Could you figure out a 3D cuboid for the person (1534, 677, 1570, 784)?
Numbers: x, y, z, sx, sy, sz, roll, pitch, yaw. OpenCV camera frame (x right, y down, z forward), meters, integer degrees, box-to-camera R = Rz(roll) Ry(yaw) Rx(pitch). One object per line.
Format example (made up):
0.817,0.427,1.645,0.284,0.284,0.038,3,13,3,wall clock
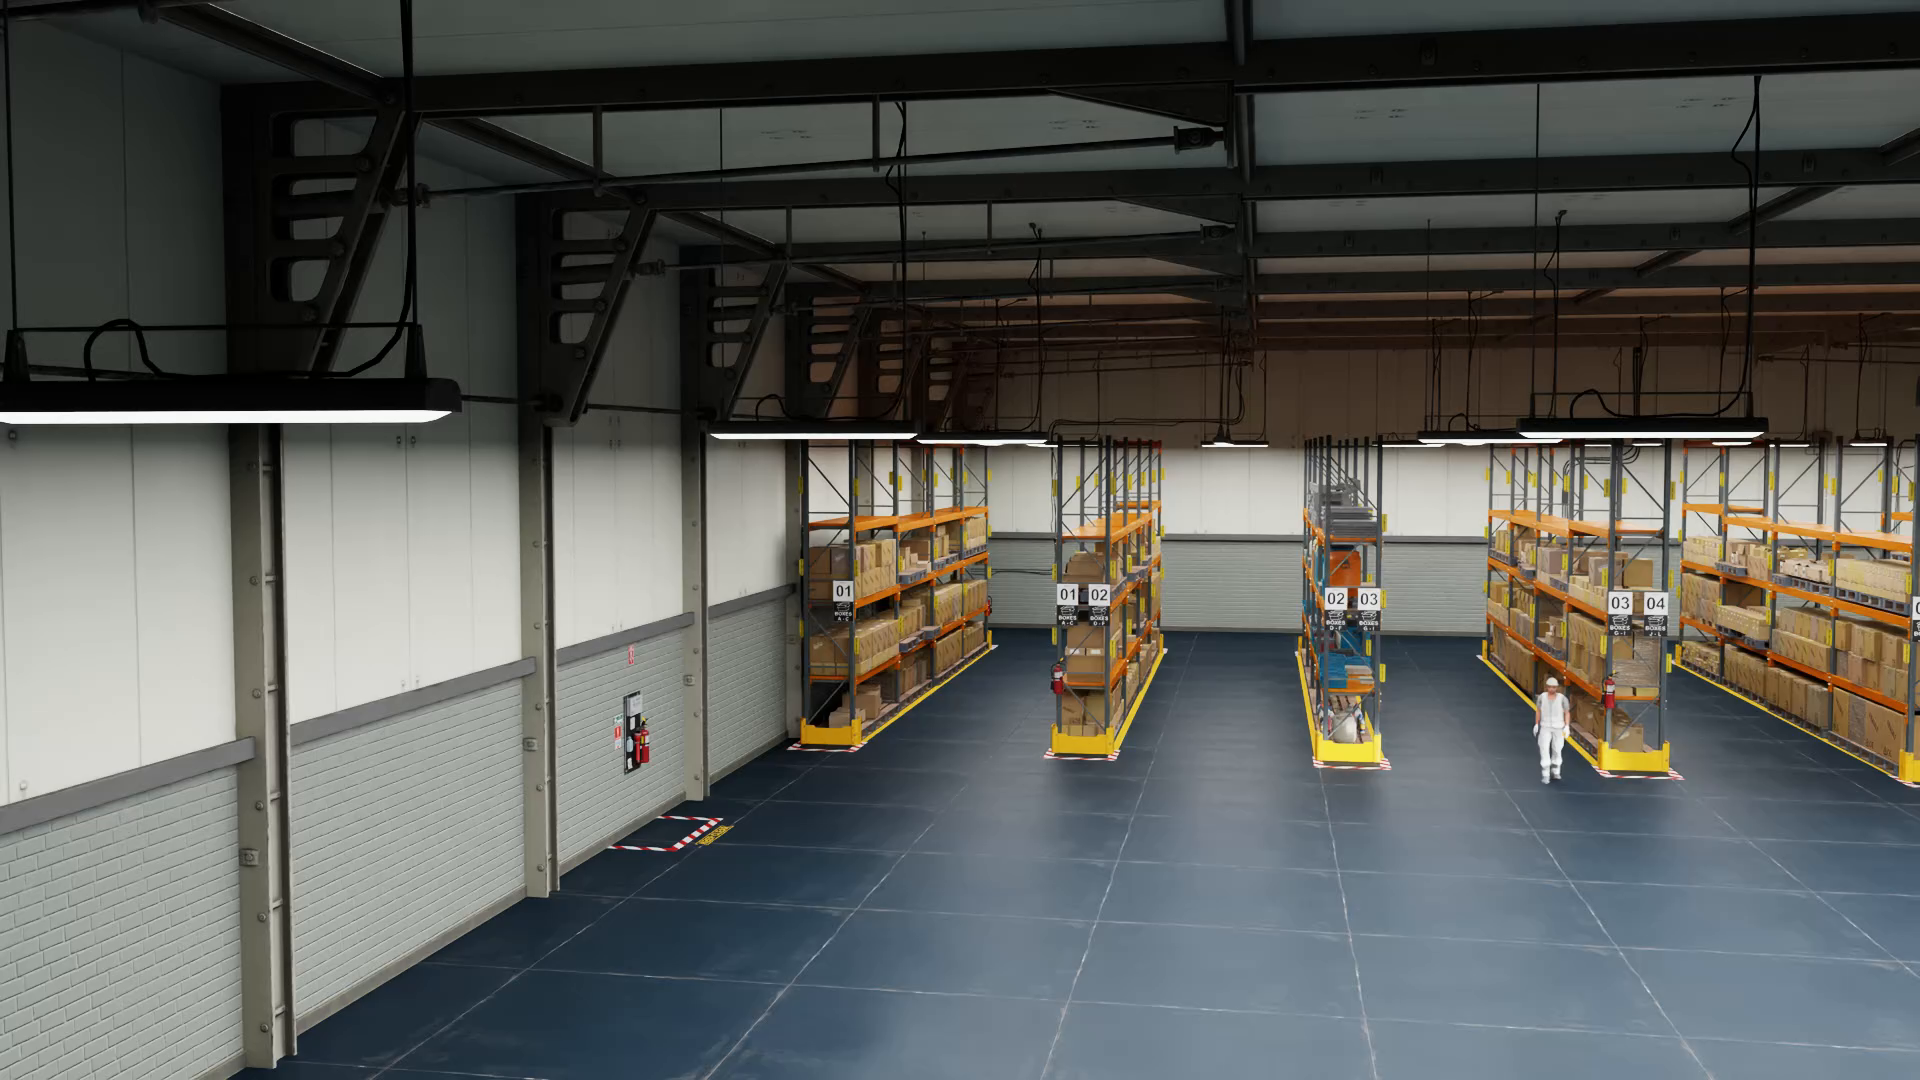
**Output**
10.231,3.287,28.753,0.620,1.824,0.587,2,3,28,person
